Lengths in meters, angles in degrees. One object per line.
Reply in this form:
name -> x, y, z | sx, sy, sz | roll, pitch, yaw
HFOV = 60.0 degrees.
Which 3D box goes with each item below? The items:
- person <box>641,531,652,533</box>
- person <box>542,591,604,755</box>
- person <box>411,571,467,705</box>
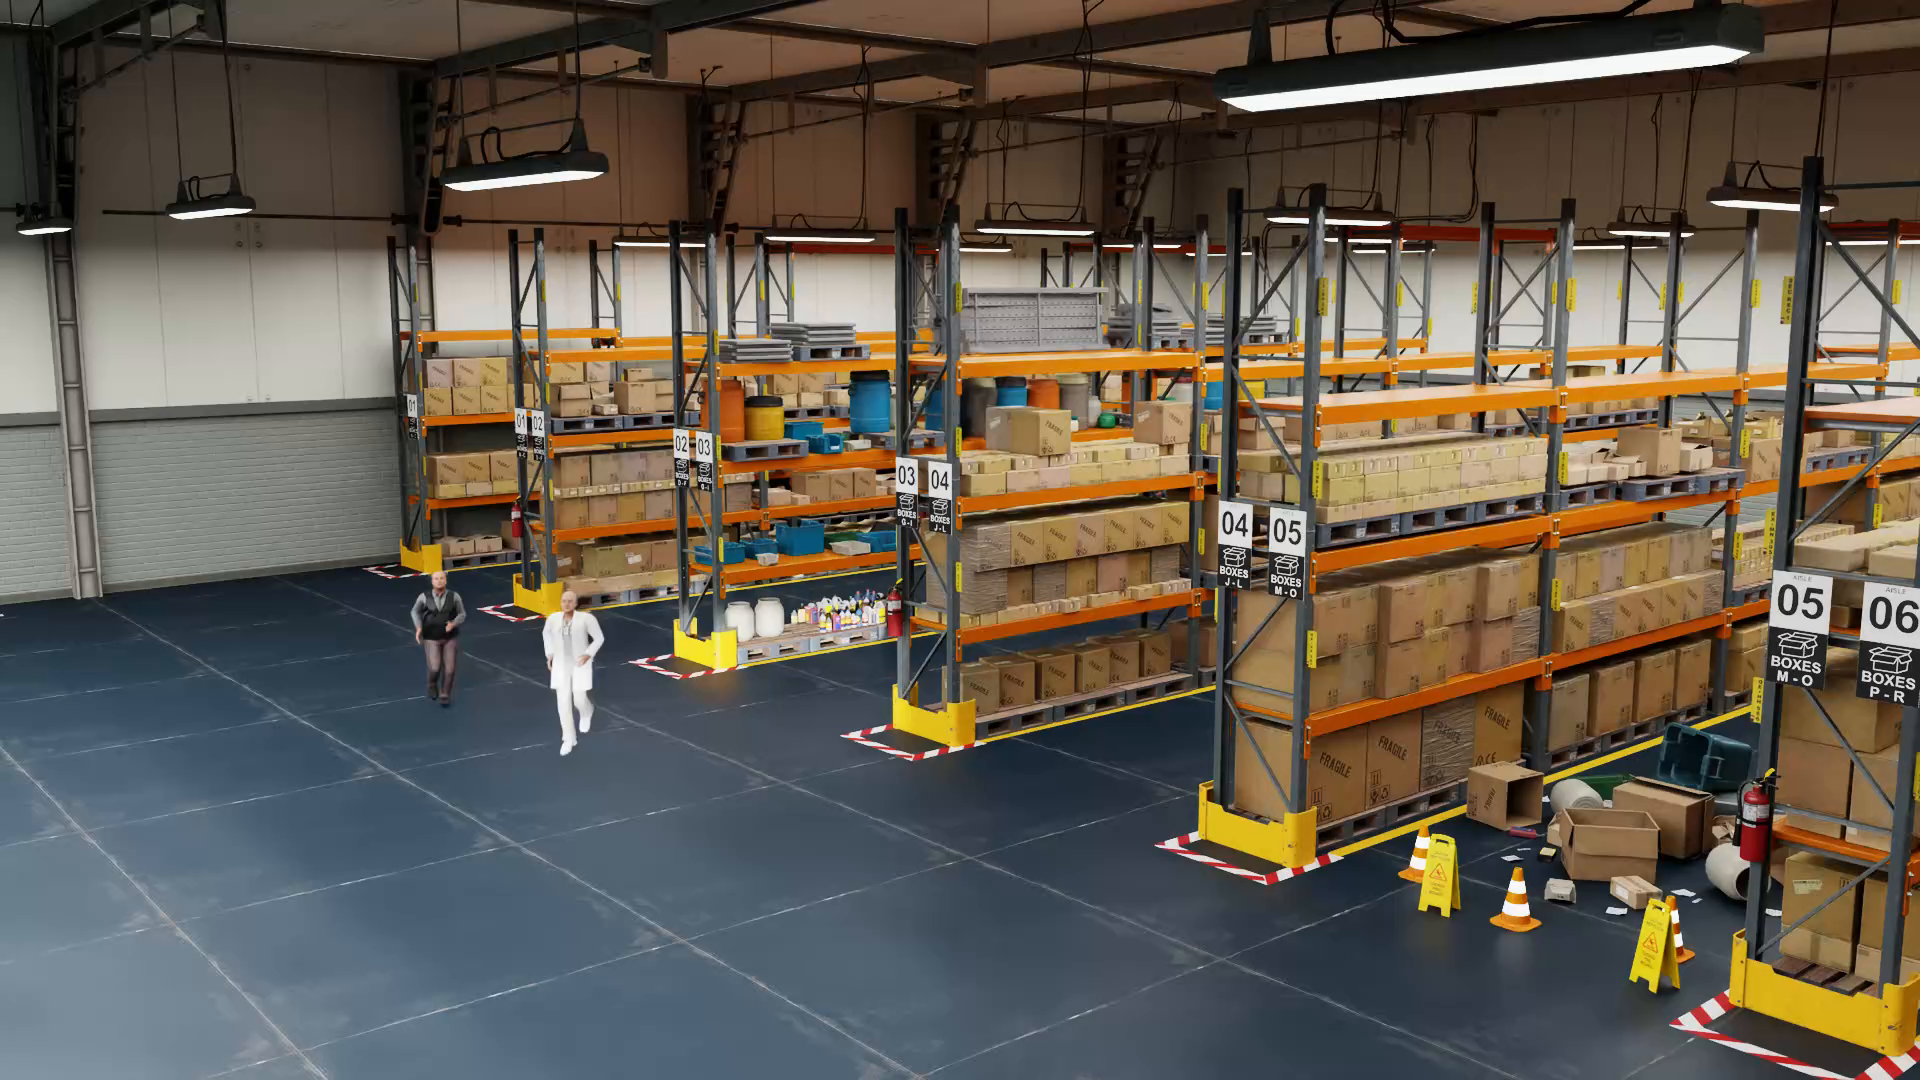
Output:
person -> -5.476, -0.244, 29.705 | 0.657, 1.743, 0.605 | 7, 11, 39
person -> -4.355, 1.440, 18.733 | 0.722, 1.783, 0.946 | 0, 9, -1
person -> -6.348, 1.220, 20.325 | 0.645, 1.675, 0.575 | -3, 9, -21
